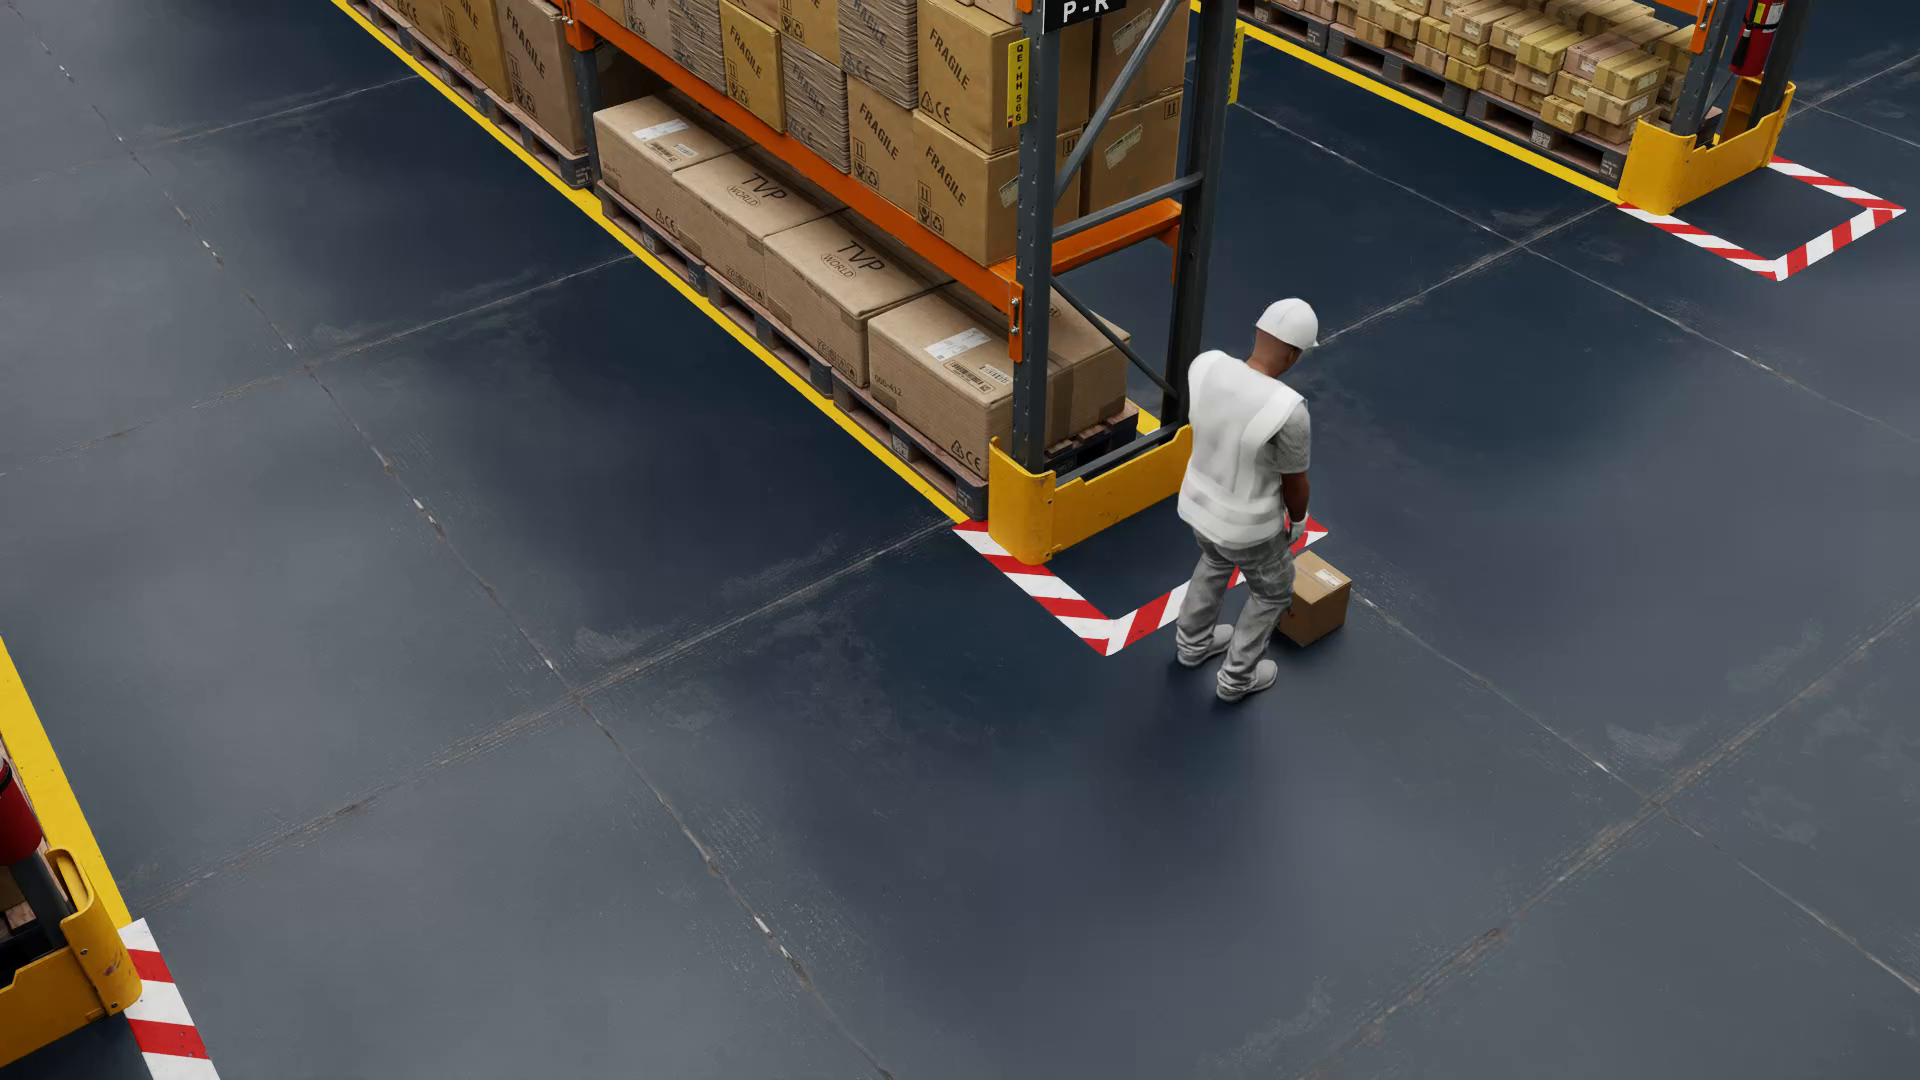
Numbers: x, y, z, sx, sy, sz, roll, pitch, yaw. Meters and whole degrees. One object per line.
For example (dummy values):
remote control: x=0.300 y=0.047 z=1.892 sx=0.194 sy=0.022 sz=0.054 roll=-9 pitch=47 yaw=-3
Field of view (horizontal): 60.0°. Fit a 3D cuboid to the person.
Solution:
person: x=1.210 y=0.161 z=6.741 sx=0.975 sy=0.810 sz=0.555 roll=-27 pitch=47 yaw=-29
